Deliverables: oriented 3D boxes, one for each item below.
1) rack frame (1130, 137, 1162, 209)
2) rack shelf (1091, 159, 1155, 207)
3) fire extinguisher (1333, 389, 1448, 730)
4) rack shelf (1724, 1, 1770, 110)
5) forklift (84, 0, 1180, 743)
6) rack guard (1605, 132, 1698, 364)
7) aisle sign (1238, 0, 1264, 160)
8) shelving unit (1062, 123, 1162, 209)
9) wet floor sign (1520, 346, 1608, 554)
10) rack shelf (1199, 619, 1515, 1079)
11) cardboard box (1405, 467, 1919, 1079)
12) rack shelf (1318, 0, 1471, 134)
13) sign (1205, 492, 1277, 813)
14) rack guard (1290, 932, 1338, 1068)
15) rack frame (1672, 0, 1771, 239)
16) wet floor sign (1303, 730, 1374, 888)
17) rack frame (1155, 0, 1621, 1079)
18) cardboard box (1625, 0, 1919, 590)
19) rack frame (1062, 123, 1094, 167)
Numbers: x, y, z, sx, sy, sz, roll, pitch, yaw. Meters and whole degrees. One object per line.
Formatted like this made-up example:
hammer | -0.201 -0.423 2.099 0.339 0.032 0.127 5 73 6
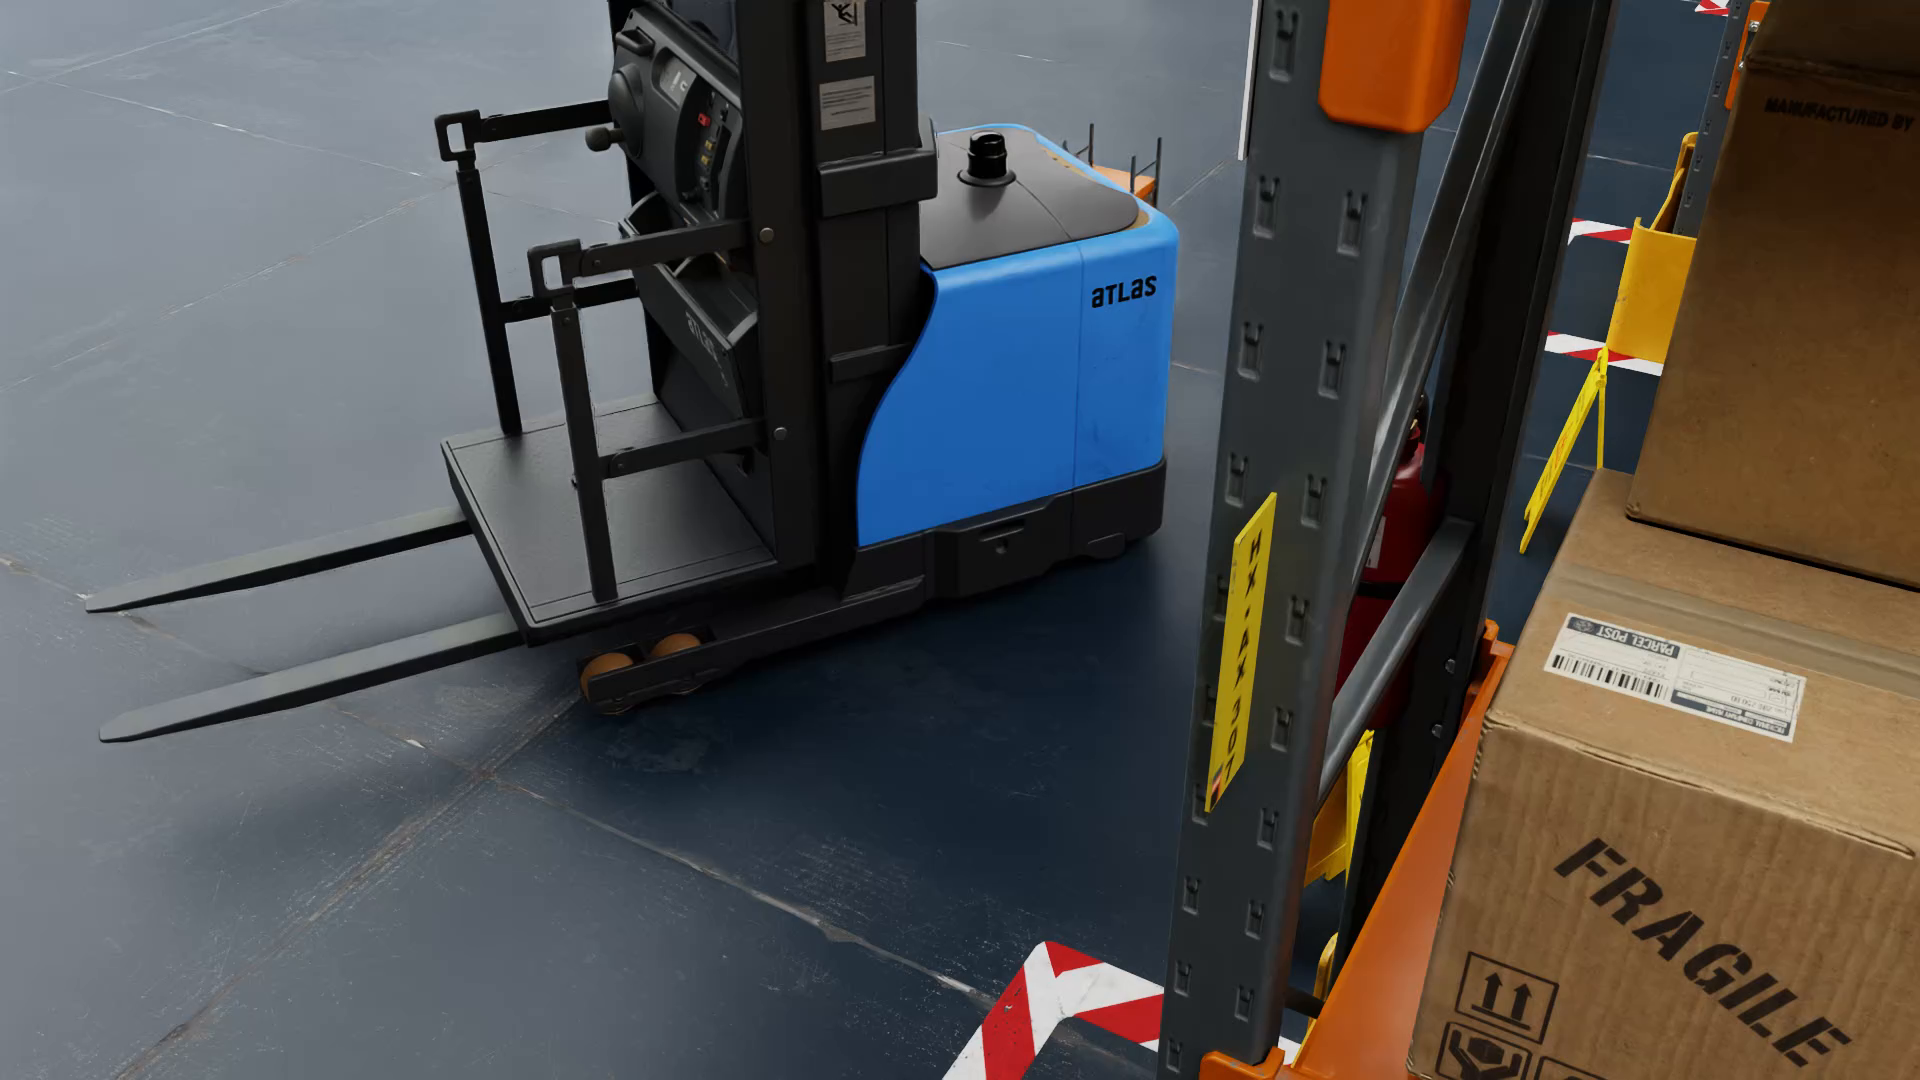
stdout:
rack frame | 0.587 -0.796 5.497 0.008 1.050 0.200 19 38 26
rack shelf | 0.483 -1.059 5.399 0.240 0.259 0.215 19 38 26
fire extinguisher | 0.668 -0.010 2.628 0.183 0.674 0.296 18 37 24
rack shelf | 4.643 -1.349 5.218 4.000 0.370 1.077 18 37 24
forklift | -0.918 -1.079 4.227 3.031 2.935 1.130 -16 37 -22
rack guard | 2.886 -1.165 6.548 0.348 0.500 1.175 18 37 24
aisle sign | 0.331 -0.738 1.307 0.004 0.787 0.394 18 37 24
shelving unit | 0.483 -0.831 5.551 0.252 1.050 0.215 19 38 26
wet floor sign | 1.899 -0.274 5.079 0.232 0.644 0.267 11 35 16
rack shelf | 2.275 1.061 1.600 4.000 0.370 1.077 18 37 24
cardboard box | 0.812 0.310 1.720 0.500 0.500 0.500 17 37 24
rack shelf | 2.275 -0.188 0.768 4.000 0.370 1.077 18 37 24
sign | 0.269 0.112 1.594 0.005 0.325 0.100 18 37 24
rack guard | 0.604 1.273 2.888 0.348 0.500 1.175 18 37 24
rack frame | 2.907 -2.198 5.845 0.127 3.000 1.000 18 37 24
wet floor sign | 0.904 0.624 3.730 0.267 0.644 0.232 -25 41 -33
rack frame | 0.537 0.213 2.224 0.053 2.616 0.949 18 37 24
cardboard box | 1.090 -0.335 1.786 0.500 0.500 0.700 17 37 23
rack frame | 0.379 -0.867 5.604 0.008 1.050 0.200 19 38 26
